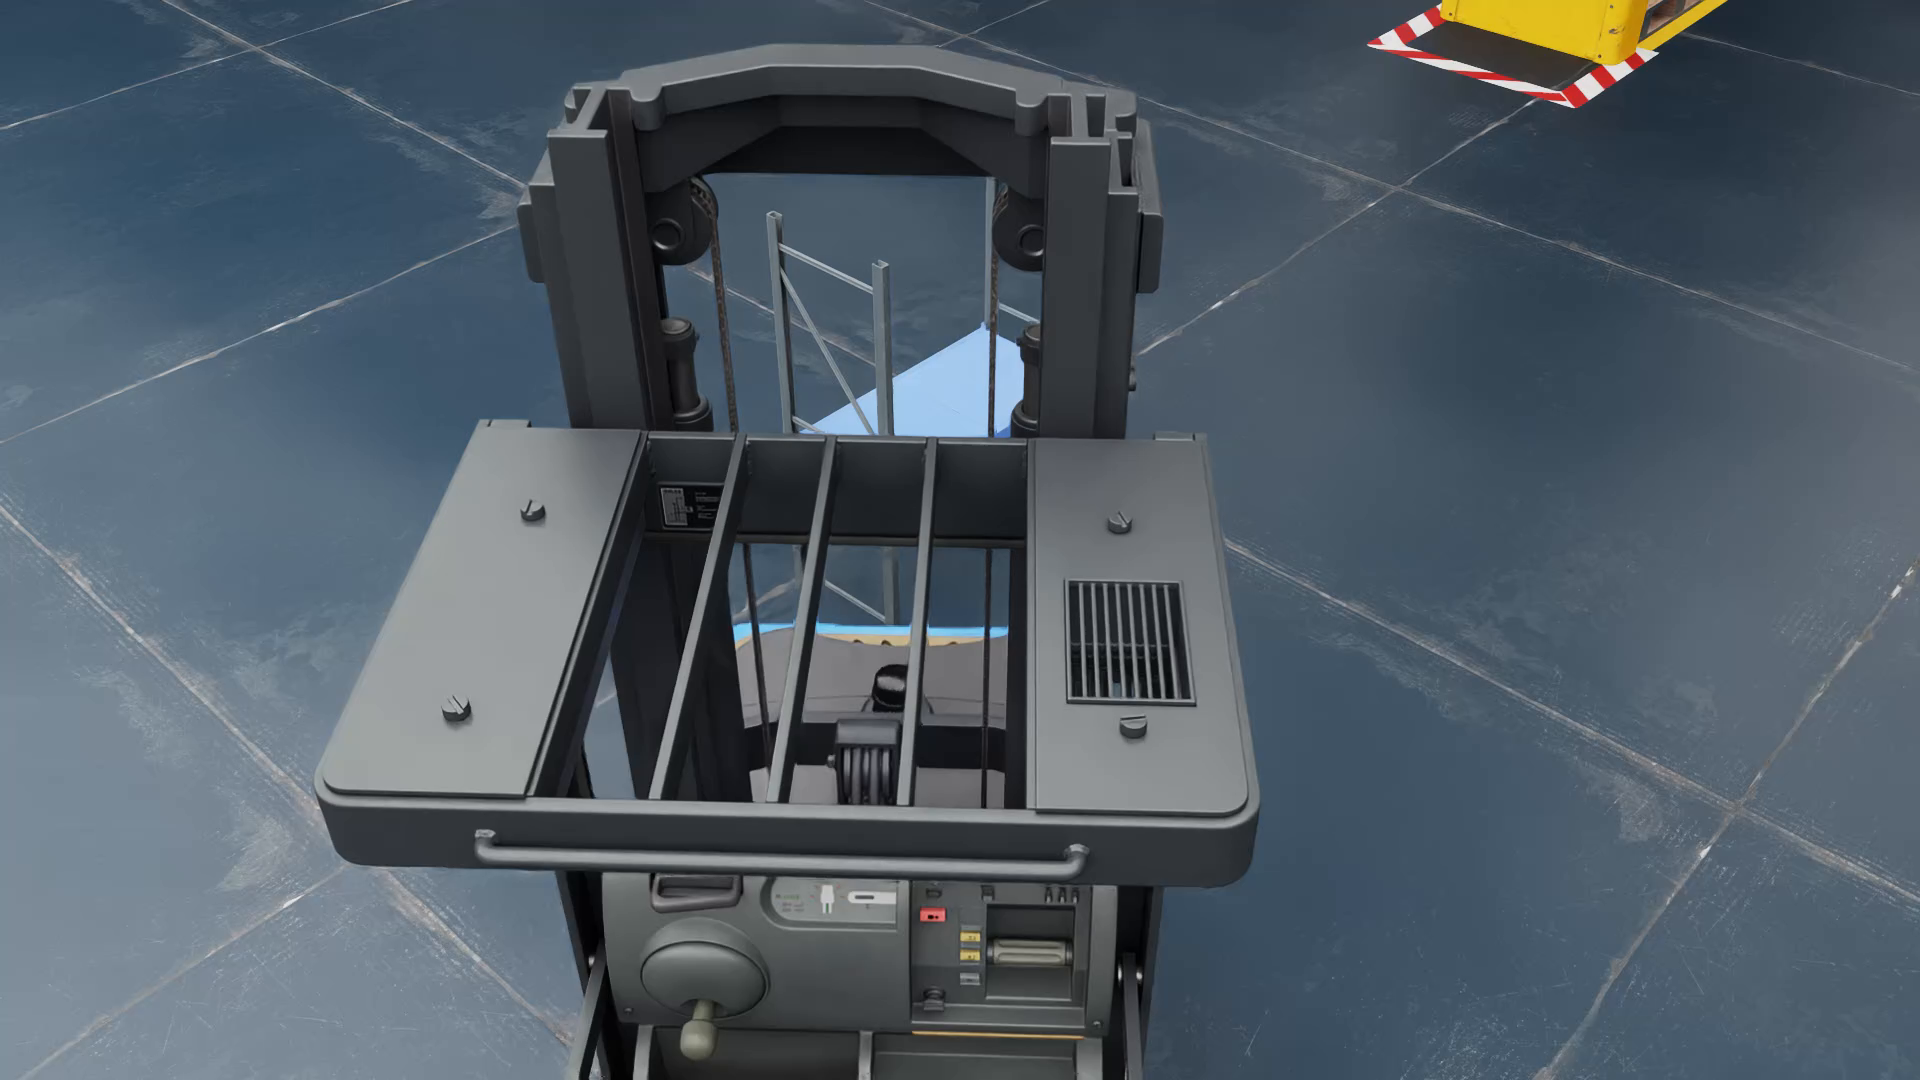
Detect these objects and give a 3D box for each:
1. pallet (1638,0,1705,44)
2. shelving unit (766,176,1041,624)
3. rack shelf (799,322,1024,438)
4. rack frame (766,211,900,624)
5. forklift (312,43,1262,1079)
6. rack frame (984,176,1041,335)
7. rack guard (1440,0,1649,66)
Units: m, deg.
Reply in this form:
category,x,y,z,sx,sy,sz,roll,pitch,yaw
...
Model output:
category,x,y,z,sx,sy,sz,roll,pitch,yaw
pallet,4.081,-3.530,10.519,1.003,0.211,1.213,30,47,32
shelving unit,-0.058,-0.548,5.734,0.538,1.500,1.048,30,47,32
rack shelf,-0.058,-0.407,5.846,0.538,0.185,1.000,30,47,32
rack frame,-0.400,-0.314,5.440,0.500,1.500,0.032,30,47,32
forklift,-0.187,0.824,2.859,1.130,2.935,3.031,1,39,2
rack frame,0.285,-0.781,6.028,0.500,1.500,0.032,30,47,32
rack guard,3.506,-3.284,9.979,1.175,0.500,0.348,30,47,32
